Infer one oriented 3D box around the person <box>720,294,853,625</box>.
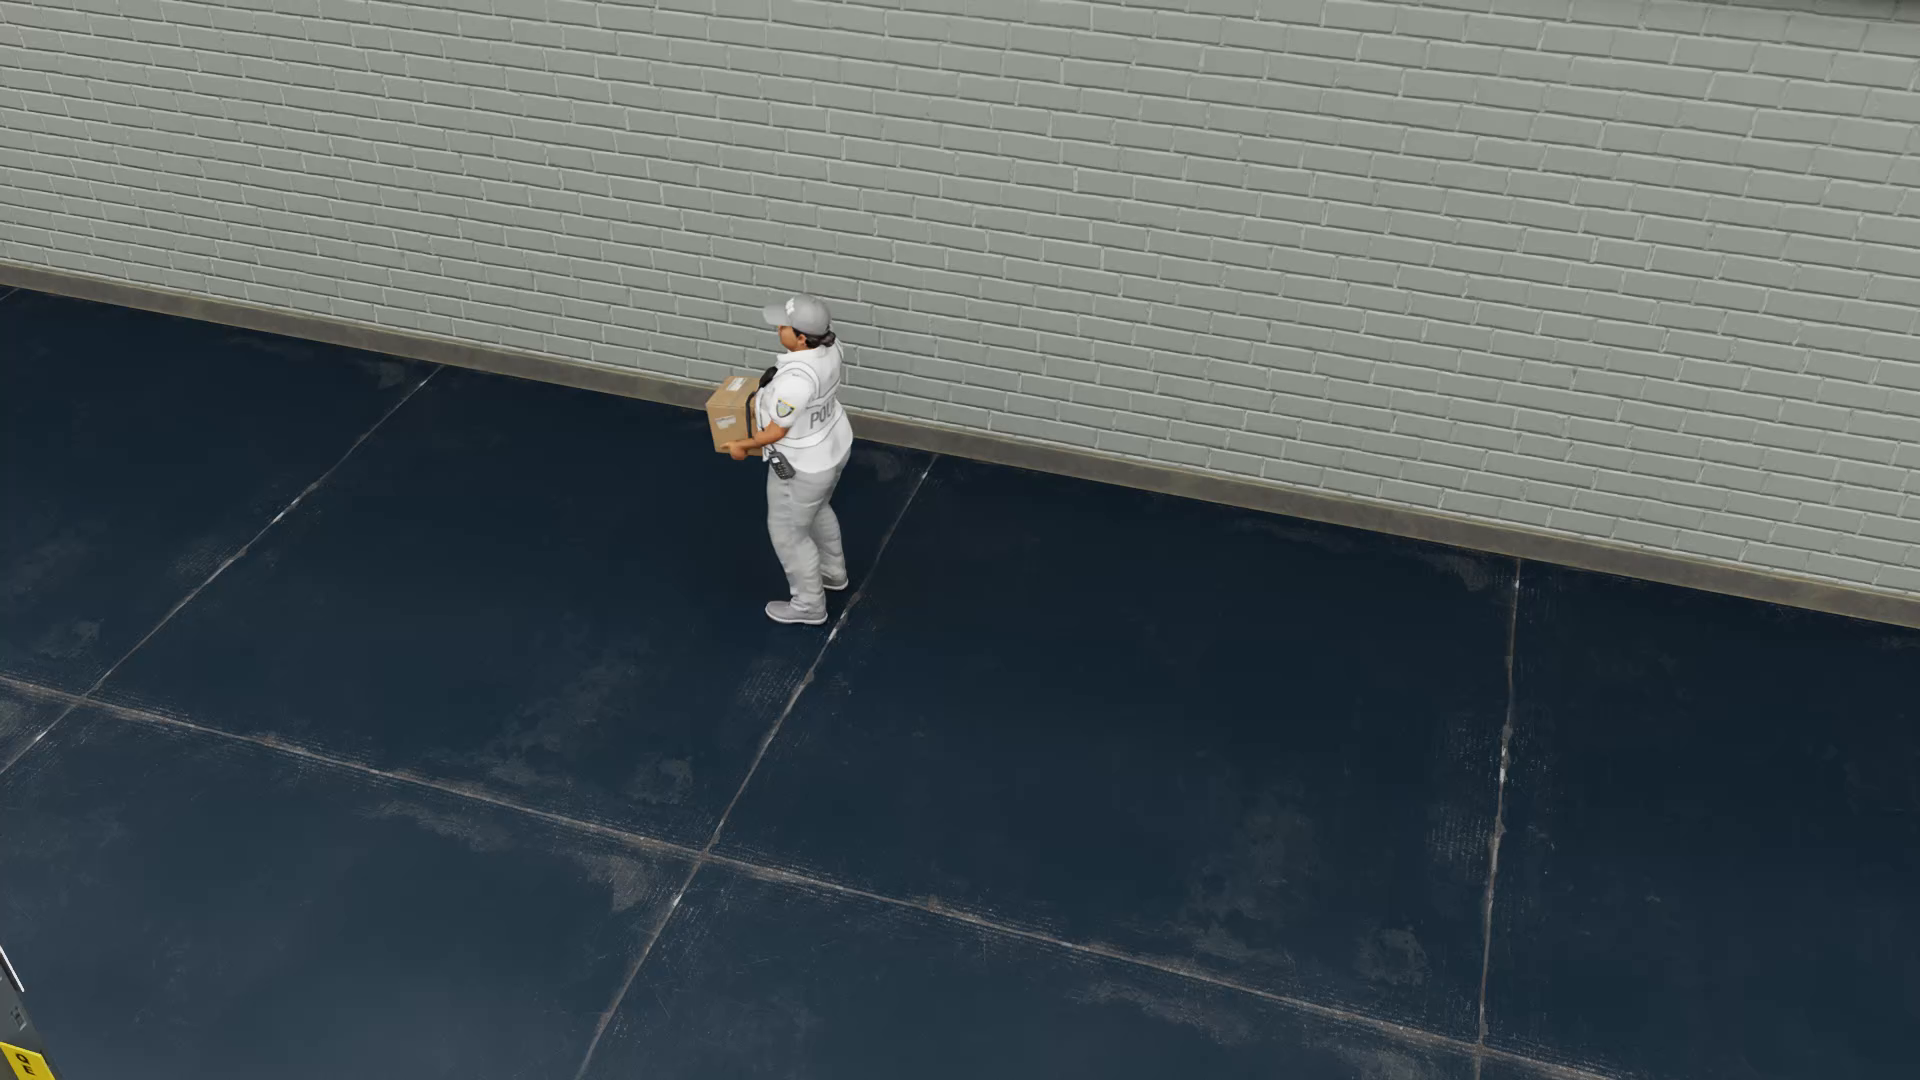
[{"bbox_3d":[-0.760,-0.375,7.388,0.541,1.653,0.453,11,39,14],"label":"person"}]
